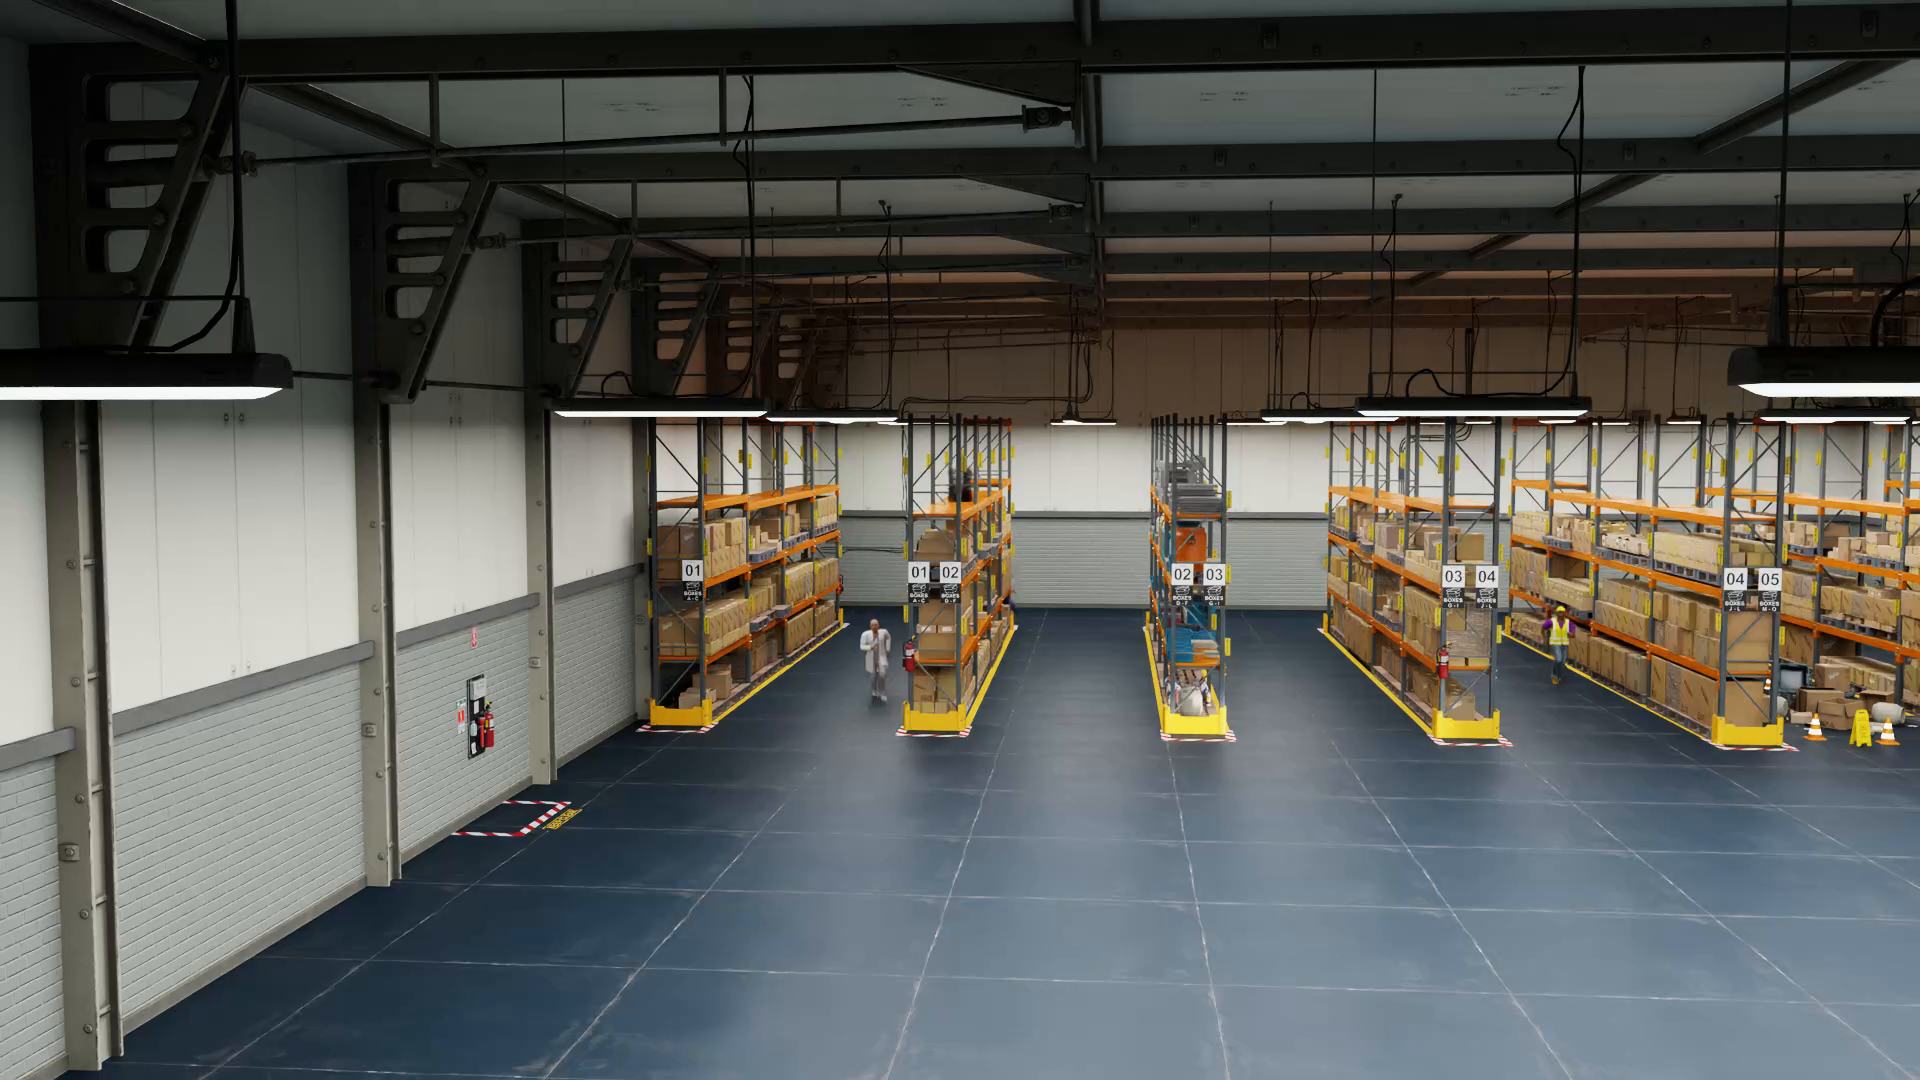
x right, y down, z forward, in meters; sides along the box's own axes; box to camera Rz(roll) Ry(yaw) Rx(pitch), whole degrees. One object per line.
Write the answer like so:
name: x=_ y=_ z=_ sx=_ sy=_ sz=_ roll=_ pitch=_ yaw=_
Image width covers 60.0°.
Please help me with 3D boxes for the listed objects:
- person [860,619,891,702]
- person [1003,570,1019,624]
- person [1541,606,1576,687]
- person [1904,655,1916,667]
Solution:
person: x=-1.771 y=2.511 z=34.912 sx=0.629 sy=1.730 sz=1.011 roll=0 pitch=4 yaw=-1
person: x=1.312 y=1.661 z=48.567 sx=0.790 sy=1.630 sz=0.608 roll=1 pitch=4 yaw=10
person: x=13.320 y=2.360 z=36.926 sx=0.667 sy=1.789 sz=0.727 roll=0 pitch=4 yaw=-2
person: x=21.737 y=2.324 z=37.752 sx=0.698 sy=1.726 sz=0.886 roll=-1 pitch=4 yaw=-8
